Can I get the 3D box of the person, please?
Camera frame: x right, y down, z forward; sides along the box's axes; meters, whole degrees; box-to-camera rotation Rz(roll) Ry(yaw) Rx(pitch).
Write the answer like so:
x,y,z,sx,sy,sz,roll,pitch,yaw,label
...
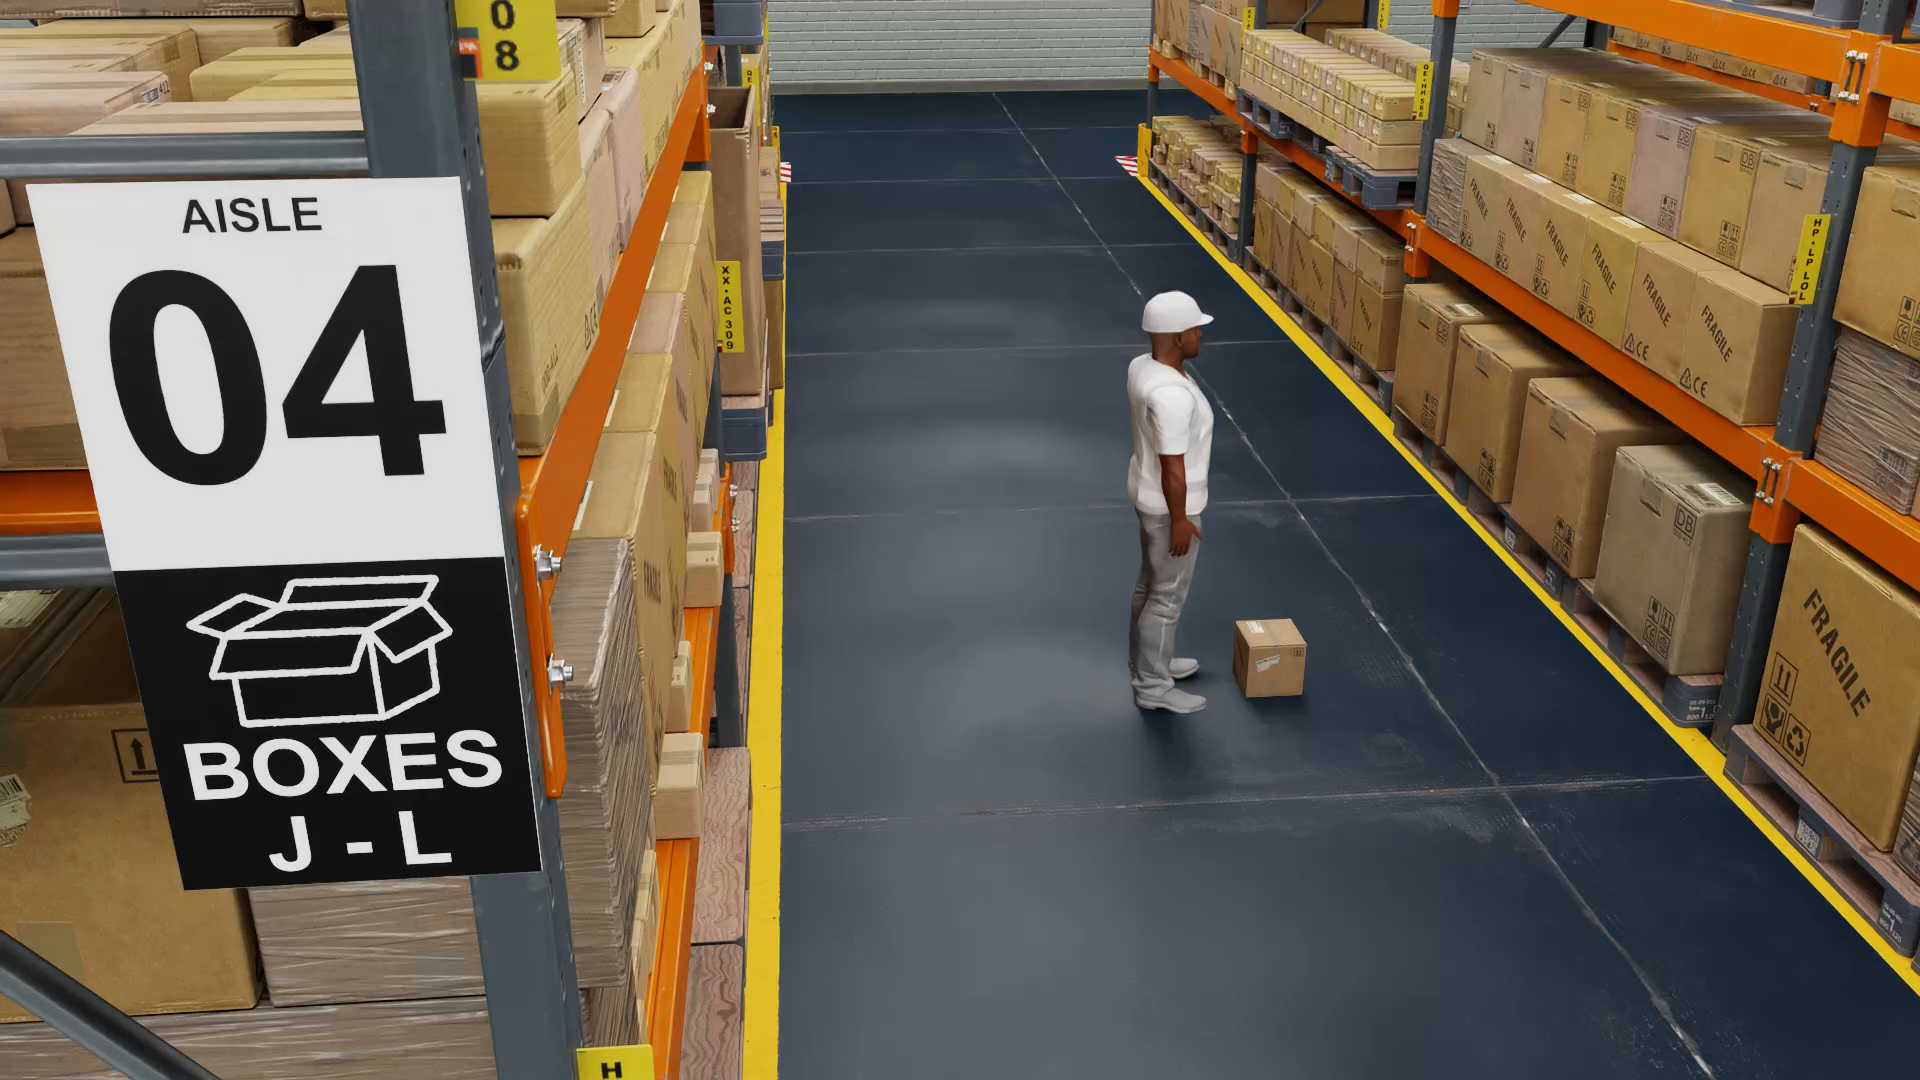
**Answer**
x,y,z,sx,sy,sz,roll,pitch,yaw,label
0.875,-0.162,6.951,0.374,1.775,0.564,-2,24,-4,person
